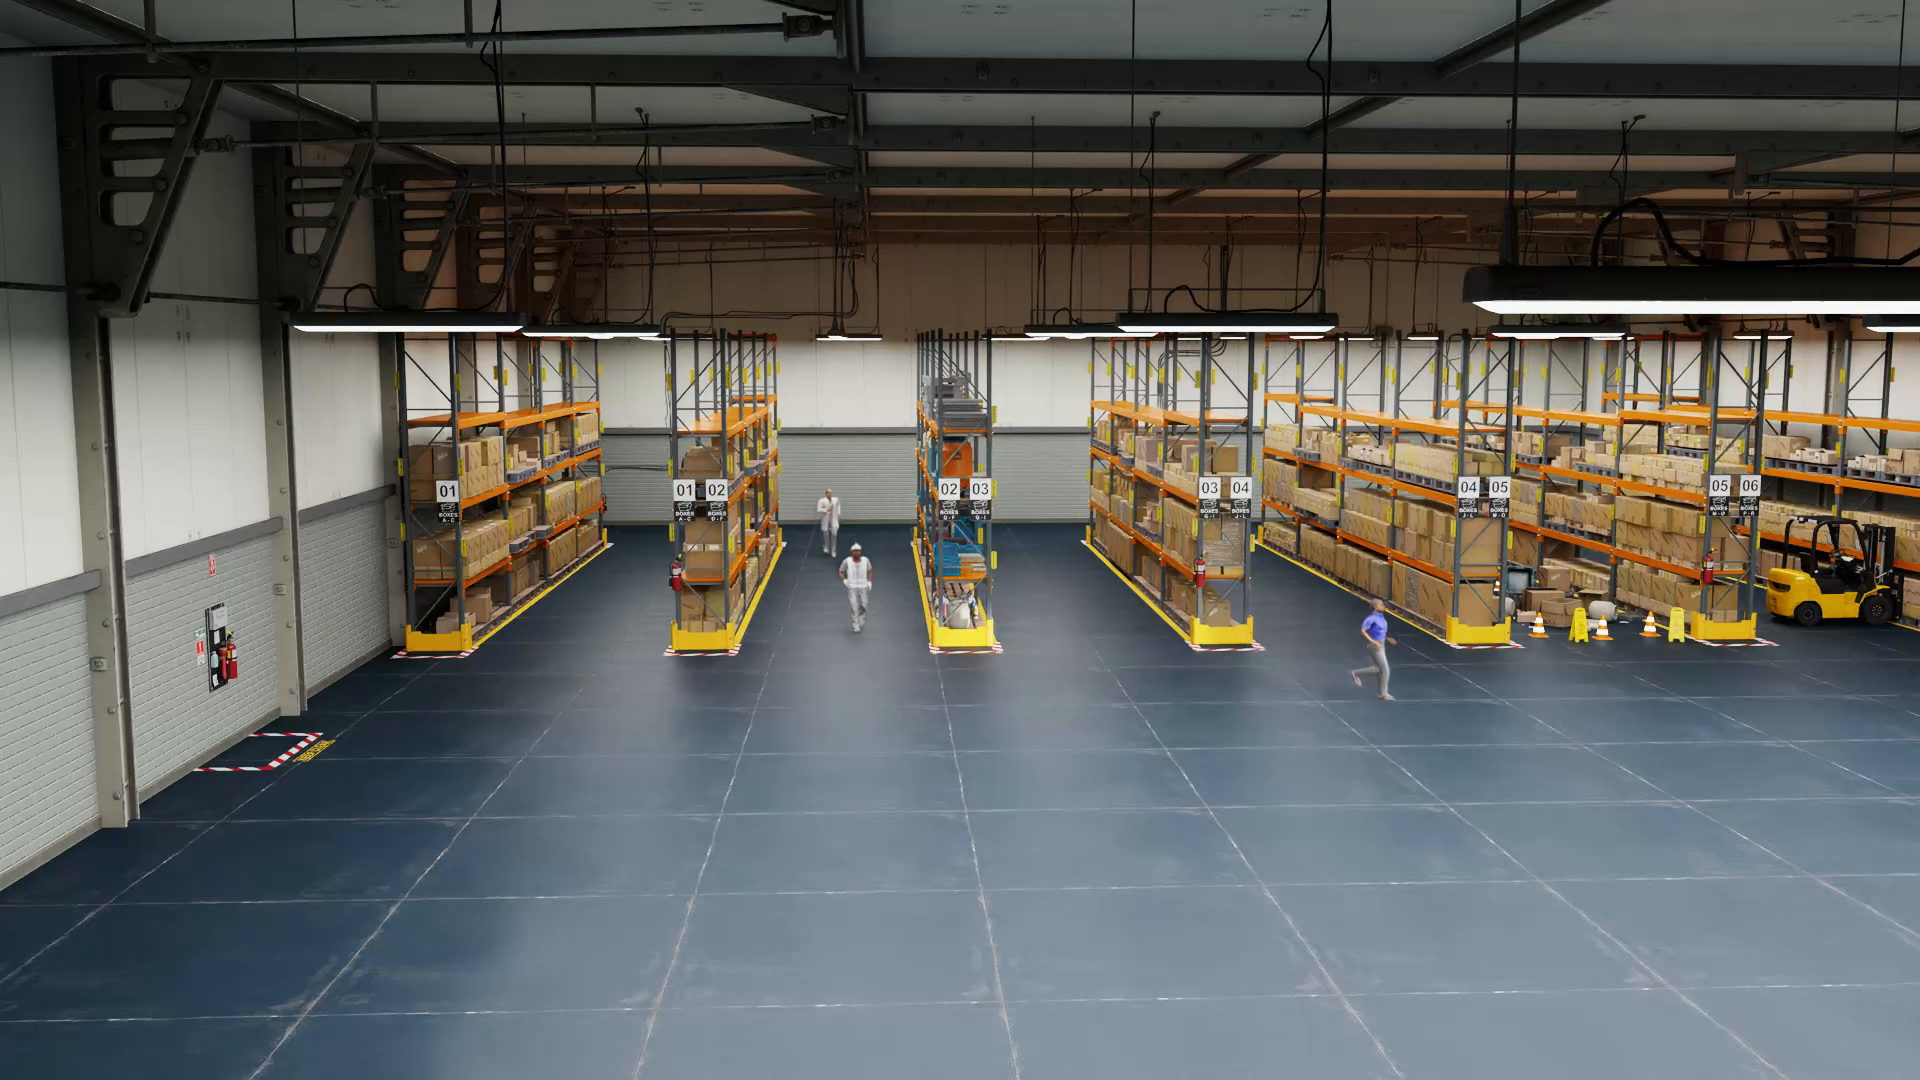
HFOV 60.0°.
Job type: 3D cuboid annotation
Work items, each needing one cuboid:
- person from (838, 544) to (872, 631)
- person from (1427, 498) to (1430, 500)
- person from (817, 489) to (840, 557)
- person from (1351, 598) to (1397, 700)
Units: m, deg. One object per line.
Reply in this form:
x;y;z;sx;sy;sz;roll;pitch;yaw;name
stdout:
-2.082;0.946;33.249;0.690;1.744;0.585;-1;7;-11;person
14.207;-0.913;49.512;0.683;1.707;0.596;2;7;18;person
-3.551;-0.479;45.096;0.673;1.842;0.949;-2;7;-14;person
6.715;1.759;26.970;0.738;1.643;0.577;4;8;32;person
